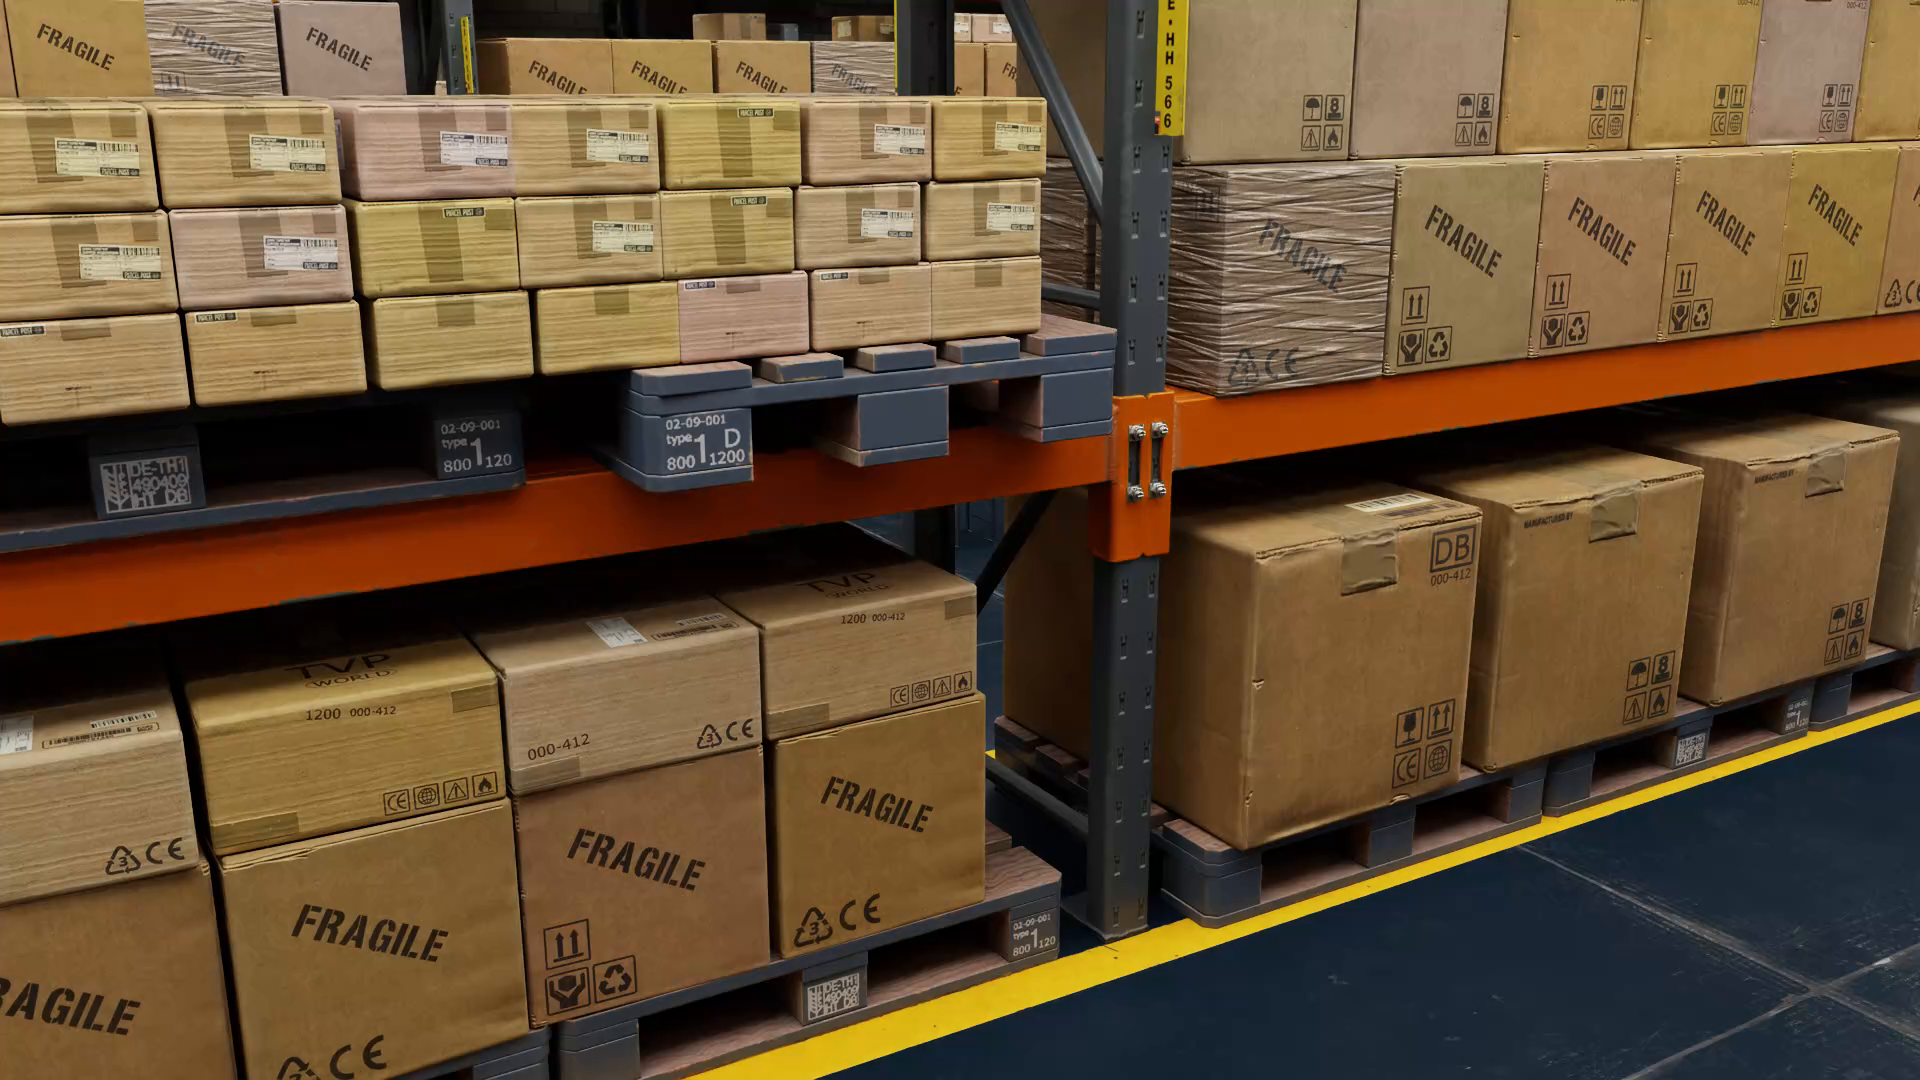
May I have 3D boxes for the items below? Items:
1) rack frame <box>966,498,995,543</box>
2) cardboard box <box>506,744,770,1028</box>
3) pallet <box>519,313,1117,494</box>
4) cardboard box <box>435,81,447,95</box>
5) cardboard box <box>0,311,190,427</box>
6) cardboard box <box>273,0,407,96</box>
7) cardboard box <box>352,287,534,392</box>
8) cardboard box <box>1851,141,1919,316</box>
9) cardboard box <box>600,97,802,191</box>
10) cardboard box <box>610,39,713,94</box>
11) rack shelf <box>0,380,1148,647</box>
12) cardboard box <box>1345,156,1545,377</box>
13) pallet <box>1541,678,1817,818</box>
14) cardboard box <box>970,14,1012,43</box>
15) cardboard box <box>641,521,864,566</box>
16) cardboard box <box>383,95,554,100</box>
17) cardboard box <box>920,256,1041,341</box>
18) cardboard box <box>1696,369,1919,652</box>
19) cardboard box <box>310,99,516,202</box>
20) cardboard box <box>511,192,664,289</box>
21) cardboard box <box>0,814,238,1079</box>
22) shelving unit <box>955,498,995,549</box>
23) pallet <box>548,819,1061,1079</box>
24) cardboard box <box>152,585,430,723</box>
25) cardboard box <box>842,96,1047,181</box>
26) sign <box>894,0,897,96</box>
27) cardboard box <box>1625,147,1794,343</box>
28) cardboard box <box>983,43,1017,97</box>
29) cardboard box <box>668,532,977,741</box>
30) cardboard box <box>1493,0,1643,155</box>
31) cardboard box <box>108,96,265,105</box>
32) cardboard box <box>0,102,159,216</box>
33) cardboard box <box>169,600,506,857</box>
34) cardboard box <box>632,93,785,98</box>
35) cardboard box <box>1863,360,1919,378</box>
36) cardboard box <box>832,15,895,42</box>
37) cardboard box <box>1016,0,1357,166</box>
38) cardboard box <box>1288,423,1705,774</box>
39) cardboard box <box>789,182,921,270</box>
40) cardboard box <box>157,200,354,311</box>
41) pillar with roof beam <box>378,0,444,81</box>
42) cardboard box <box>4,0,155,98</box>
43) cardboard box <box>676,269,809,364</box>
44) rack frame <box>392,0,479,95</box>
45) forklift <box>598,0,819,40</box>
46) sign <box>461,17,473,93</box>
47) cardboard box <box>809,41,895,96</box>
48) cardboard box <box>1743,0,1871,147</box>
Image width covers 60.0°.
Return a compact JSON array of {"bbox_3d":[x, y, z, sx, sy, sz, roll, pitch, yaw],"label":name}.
[{"bbox_3d":[0.091,-0.592,7.300,0.006,1.200,0.240,-9,18,-30],"label":"rack frame"},{"bbox_3d":[-0.731,0.622,3.488,0.500,0.500,0.500,-8,18,-27],"label":"cardboard box"},{"bbox_3d":[-0.411,-0.387,3.589,1.003,0.211,1.213,-9,18,-30],"label":"pallet"},{"bbox_3d":[-3.972,-3.337,12.371,0.250,0.149,0.380,-9,18,-29],"label":"cardboard box"},{"bbox_3d":[-1.375,-0.294,2.588,0.250,0.149,0.380,-10,19,-32],"label":"cardboard box"},{"bbox_3d":[-2.799,-2.132,7.419,0.500,0.500,0.500,-10,18,-31],"label":"cardboard box"},{"bbox_3d":[-0.920,-0.368,2.852,0.250,0.149,0.380,-10,19,-32],"label":"cardboard box"},{"bbox_3d":[2.831,-1.003,5.244,0.500,0.500,0.500,-9,18,-30],"label":"cardboard box"},{"bbox_3d":[-0.480,-0.726,3.027,0.250,0.149,0.380,-9,18,-28],"label":"cardboard box"},{"bbox_3d":[-1.543,-2.211,8.226,0.500,0.500,0.500,-8,18,-27],"label":"cardboard box"},{"bbox_3d":[-1.569,0.021,3.109,4.000,0.370,1.077,-9,18,-30],"label":"rack shelf"},{"bbox_3d":[1.104,-0.723,4.245,0.500,0.500,0.500,-9,18,-30],"label":"cardboard box"},{"bbox_3d":[1.905,0.479,5.310,1.213,0.211,1.003,-9,18,-30],"label":"pallet"},{"bbox_3d":[0.075,-2.781,9.057,0.250,0.149,0.380,-10,18,-31],"label":"cardboard box"},{"bbox_3d":[-0.570,0.077,4.042,0.500,0.250,0.500,-10,19,-32],"label":"cardboard box"},{"bbox_3d":[-1.019,-0.844,3.447,0.250,0.149,0.380,-10,19,-32],"label":"cardboard box"},{"bbox_3d":[-0.041,-0.509,3.357,0.250,0.149,0.380,-9,18,-29],"label":"cardboard box"},{"bbox_3d":[3.088,-0.171,5.853,0.750,0.750,1.050,-9,18,-30],"label":"cardboard box"},{"bbox_3d":[-0.916,-0.656,2.777,0.250,0.149,0.380,-9,18,-30],"label":"cardboard box"},{"bbox_3d":[-0.710,-0.544,2.930,0.250,0.149,0.380,-9,18,-30],"label":"cardboard box"},{"bbox_3d":[-1.619,0.763,2.983,0.500,0.500,0.500,-9,18,-29],"label":"cardboard box"},{"bbox_3d":[0.012,-0.580,7.255,0.189,1.200,0.258,-9,18,-30],"label":"shelving unit"},{"bbox_3d":[-0.525,0.848,3.994,1.213,0.211,1.003,-9,18,-30],"label":"pallet"},{"bbox_3d":[-1.436,0.213,3.555,0.500,0.250,0.500,-9,18,-29],"label":"cardboard box"},{"bbox_3d":[-0.039,-0.797,3.280,0.250,0.149,0.380,-10,19,-32],"label":"cardboard box"},{"bbox_3d":[-0.143,-1.289,4.304,0.005,0.325,0.100,-9,18,-30],"label":"sign"},{"bbox_3d":[1.964,-0.861,4.740,0.500,0.500,0.500,-9,18,-30],"label":"cardboard box"},{"bbox_3d":[0.236,-2.497,9.247,0.500,0.500,0.500,-9,18,-29],"label":"cardboard box"},{"bbox_3d":[-0.306,0.193,3.628,0.500,0.250,0.500,-10,18,-31],"label":"cardboard box"},{"bbox_3d":[1.407,-1.335,4.578,0.500,0.500,0.700,-10,18,-31],"label":"cardboard box"},{"bbox_3d":[-1.476,-0.768,3.179,0.250,0.149,0.380,-9,18,-28],"label":"cardboard box"},{"bbox_3d":[-1.372,-0.581,2.512,0.250,0.149,0.380,-9,18,-28],"label":"cardboard box"},{"bbox_3d":[-1.177,0.333,3.130,0.500,0.250,0.500,-9,18,-28],"label":"cardboard box"},{"bbox_3d":[-0.579,-0.913,3.696,0.250,0.149,0.380,-10,18,-31],"label":"cardboard box"},{"bbox_3d":[4.149,-0.410,6.472,0.875,0.875,0.875,-9,18,-29],"label":"cardboard box"},{"bbox_3d":[-0.525,-2.838,9.260,0.250,0.149,0.380,-8,18,-27],"label":"cardboard box"},{"bbox_3d":[0.535,-1.193,4.070,0.500,0.500,0.700,-9,18,-30],"label":"cardboard box"},{"bbox_3d":[1.461,0.092,4.915,0.750,0.750,1.050,-9,18,-29],"label":"cardboard box"},{"bbox_3d":[-0.271,-0.616,3.187,0.250,0.149,0.380,-8,18,-28],"label":"cardboard box"},{"bbox_3d":[-1.148,-0.474,2.679,0.250,0.149,0.380,-9,18,-28],"label":"cardboard box"},{"bbox_3d":[-2.180,-5.165,9.162,0.400,9.000,9.100,-9,18,-30],"label":"pillar with roof beam"},{"bbox_3d":[-3.664,-1.991,6.917,0.500,0.500,0.500,-9,18,-30],"label":"cardboard box"},{"bbox_3d":[-0.475,-0.440,3.108,0.250,0.149,0.380,-9,18,-29],"label":"cardboard box"},{"bbox_3d":[-2.490,-1.734,8.040,0.127,3.000,1.000,-9,18,-30],"label":"rack frame"},{"bbox_3d":[-1.572,-2.599,11.251,3.031,2.935,1.130,-9,18,-29],"label":"forklift"},{"bbox_3d":[-2.202,-2.164,7.427,0.005,0.325,0.100,-9,18,-30],"label":"sign"},{"bbox_3d":[-0.658,-2.354,8.736,0.500,0.500,0.500,-10,19,-32],"label":"cardboard box"},{"bbox_3d":[2.278,-1.476,5.081,0.500,0.500,0.700,-9,18,-29],"label":"cardboard box"}]
